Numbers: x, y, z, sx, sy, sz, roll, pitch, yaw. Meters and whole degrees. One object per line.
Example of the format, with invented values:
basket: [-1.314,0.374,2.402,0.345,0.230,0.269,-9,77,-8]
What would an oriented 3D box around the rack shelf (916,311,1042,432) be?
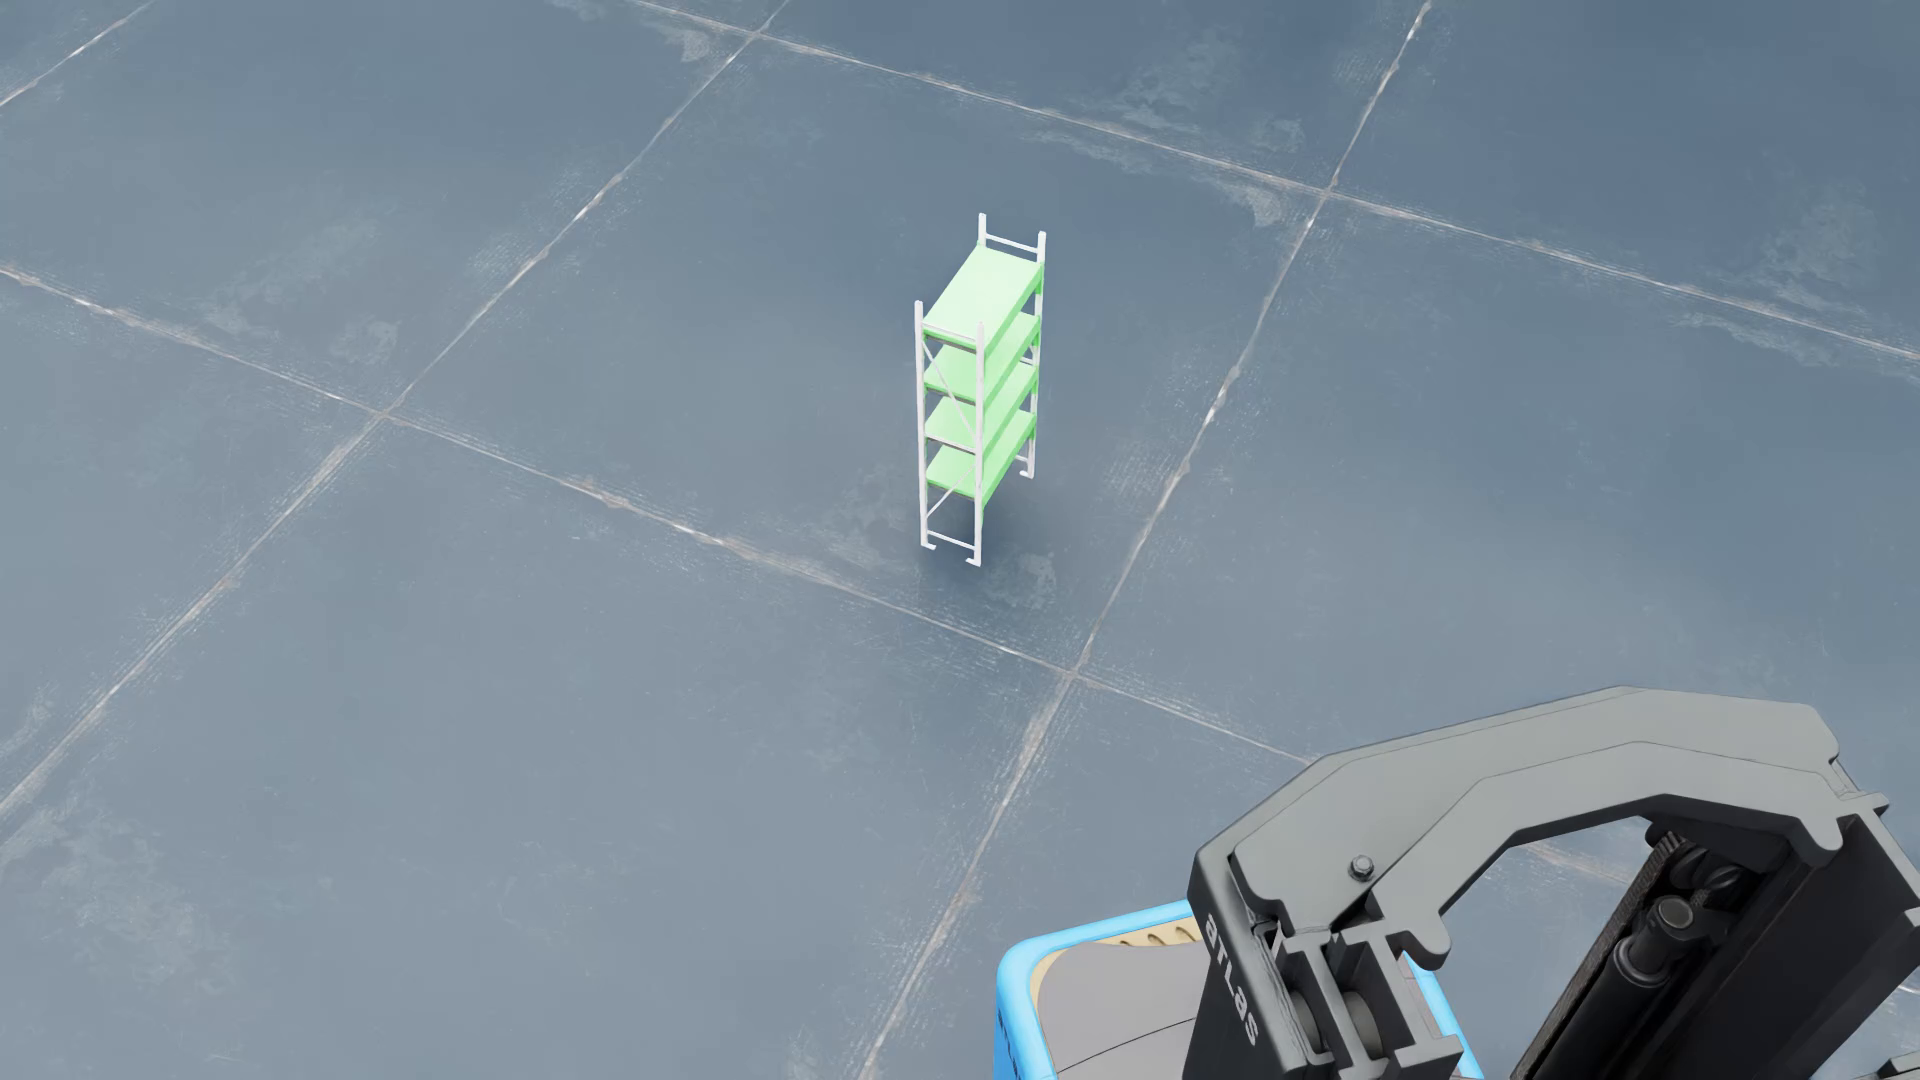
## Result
rack shelf: [0.071,-0.617,5.756,0.258,0.148,0.480,20,52,16]

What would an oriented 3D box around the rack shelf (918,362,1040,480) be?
rack shelf: [0.071,-0.461,5.939,0.258,0.148,0.480,20,52,16]

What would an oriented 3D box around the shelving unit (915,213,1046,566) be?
shelving unit: [0.071,-0.503,5.890,0.258,1.200,0.503,20,52,16]

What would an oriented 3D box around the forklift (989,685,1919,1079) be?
forklift: [0.951,1.719,2.863,1.130,2.935,3.031,-12,51,-10]

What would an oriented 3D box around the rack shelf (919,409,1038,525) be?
rack shelf: [0.071,-0.306,6.121,0.258,0.148,0.480,20,52,16]

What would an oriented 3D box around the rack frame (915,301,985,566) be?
rack frame: [-0.034,-0.335,5.747,0.240,1.200,0.015,20,52,16]

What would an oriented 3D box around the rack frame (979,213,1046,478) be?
rack frame: [0.175,-0.671,6.033,0.240,1.200,0.015,20,52,16]

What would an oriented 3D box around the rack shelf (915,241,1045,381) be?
rack shelf: [0.071,-0.772,5.573,0.258,0.148,0.480,20,52,16]
